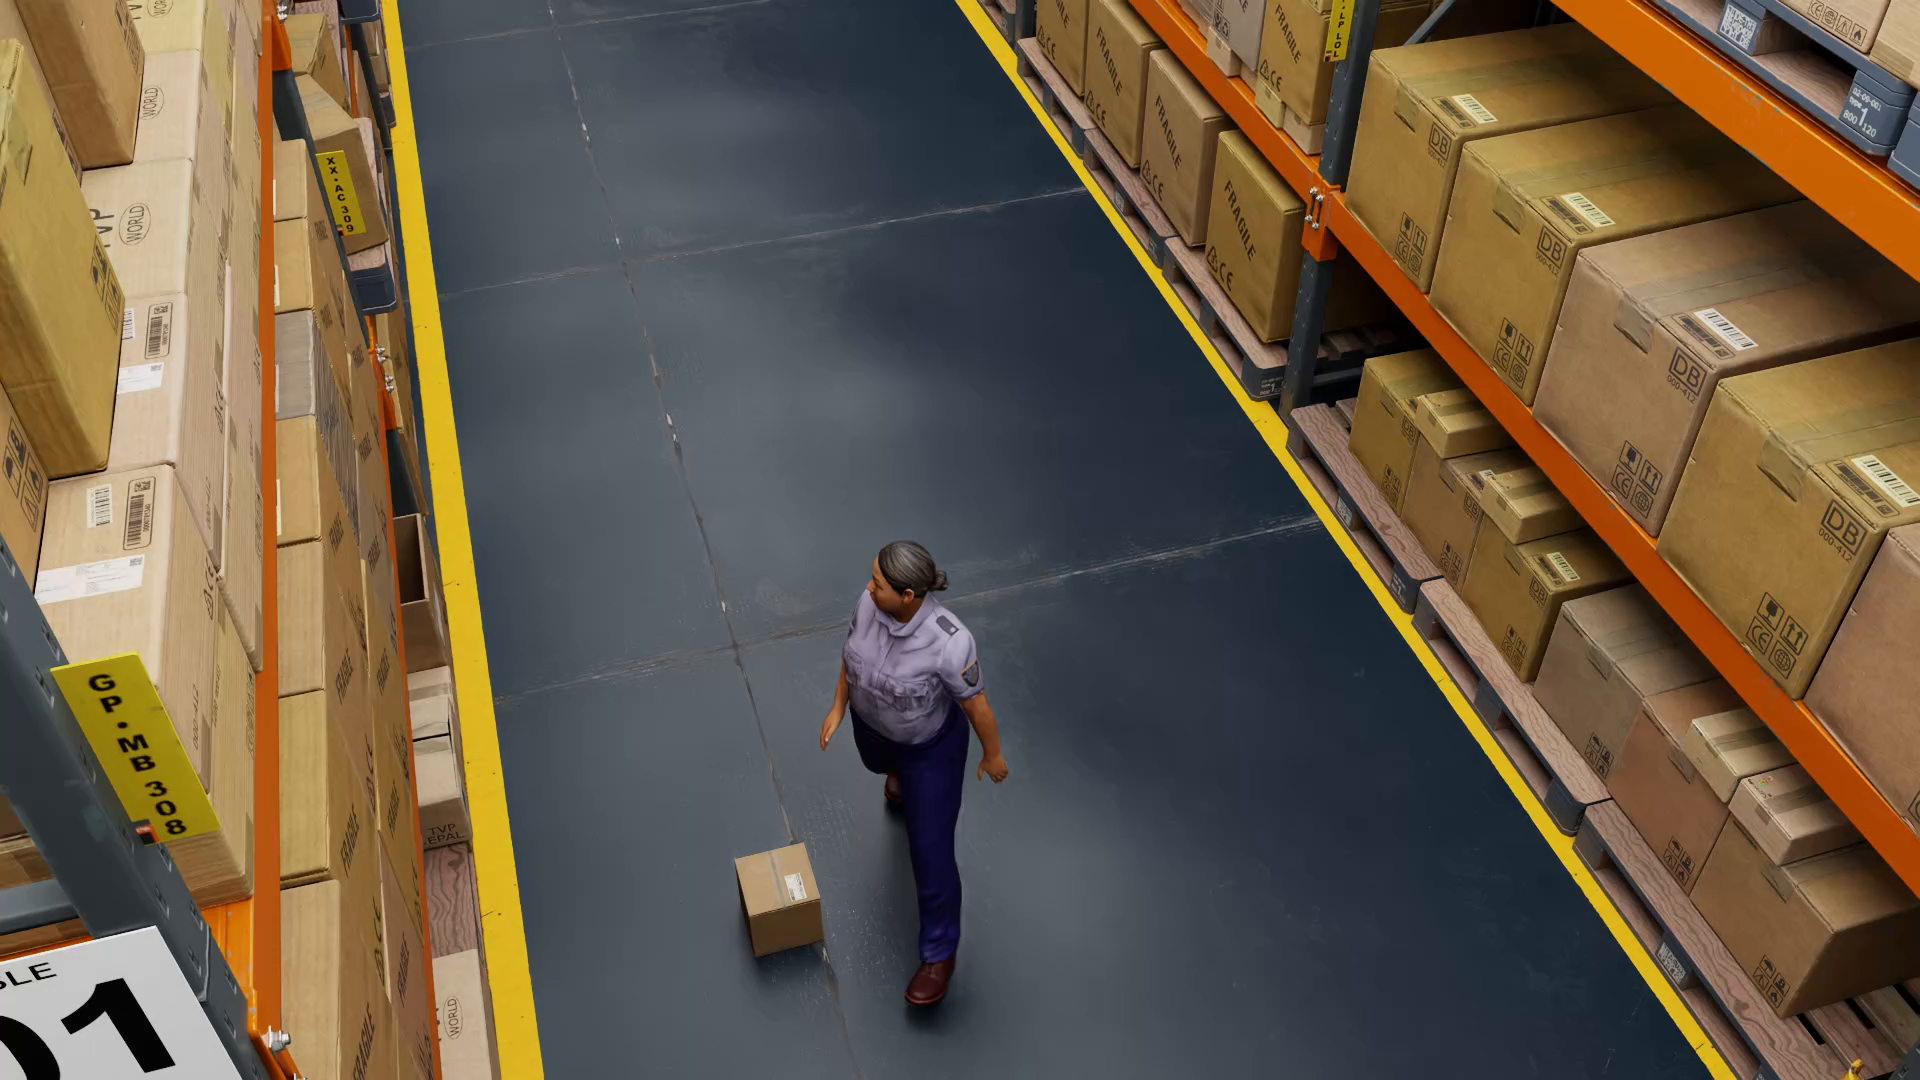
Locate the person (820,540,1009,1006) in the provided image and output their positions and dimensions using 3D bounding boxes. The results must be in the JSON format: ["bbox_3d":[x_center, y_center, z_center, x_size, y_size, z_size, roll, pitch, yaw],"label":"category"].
[{"bbox_3d":[-0.155,0.648,5.498,0.807,1.589,0.924,28,49,27],"label":"person"}]
